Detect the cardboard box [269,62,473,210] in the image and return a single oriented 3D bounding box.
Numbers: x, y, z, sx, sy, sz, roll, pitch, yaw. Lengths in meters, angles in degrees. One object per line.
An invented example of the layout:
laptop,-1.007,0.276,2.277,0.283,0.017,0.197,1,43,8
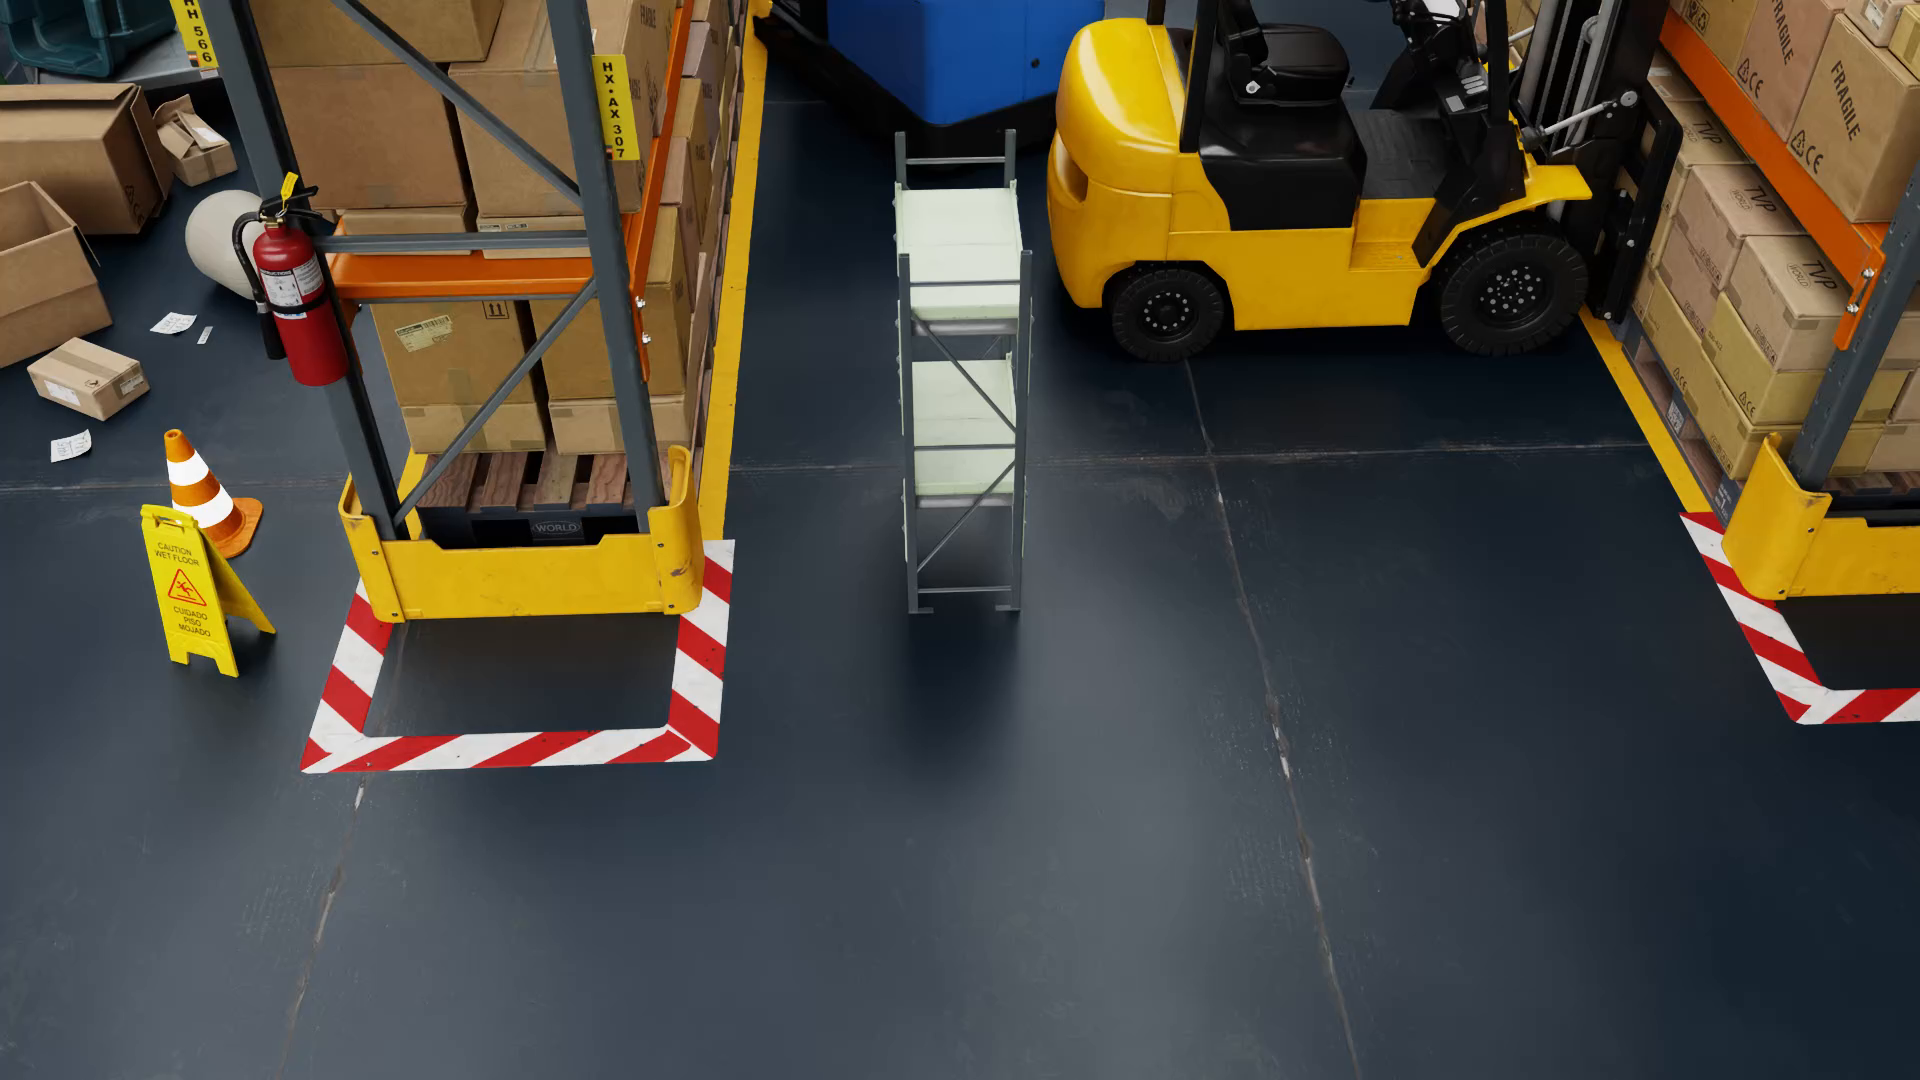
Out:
cardboard box,-1.821,-1.396,5.259,0.500,0.500,0.500,-2,43,-3

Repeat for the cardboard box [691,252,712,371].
cardboard box,-1.295,-0.930,6.769,0.500,0.250,0.500,0,43,0

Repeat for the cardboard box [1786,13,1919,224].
cardboard box,3.153,-1.398,5.481,0.500,0.500,0.500,-3,43,-3

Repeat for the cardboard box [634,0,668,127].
cardboard box,-1.291,-1.715,5.607,0.500,0.500,0.500,0,43,0

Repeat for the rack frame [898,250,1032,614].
rack frame,0.016,-0.301,5.469,0.400,1.500,0.023,-2,43,-2

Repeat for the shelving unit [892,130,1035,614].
shelving unit,0.000,-0.548,5.738,0.431,1.500,0.755,-2,43,-2

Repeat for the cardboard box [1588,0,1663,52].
cardboard box,3.018,-2.230,7.447,0.500,0.250,0.500,0,43,0

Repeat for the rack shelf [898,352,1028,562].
rack shelf,0.000,-0.308,5.959,0.431,0.370,0.720,-2,43,-2

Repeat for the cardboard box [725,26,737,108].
cardboard box,-1.399,-2.342,8.309,0.500,0.250,0.500,0,43,0

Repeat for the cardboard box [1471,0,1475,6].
cardboard box,3.233,-3.368,9.151,0.875,0.625,0.625,0,43,0

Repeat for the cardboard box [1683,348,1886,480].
cardboard box,3.100,-0.486,6.284,0.500,0.250,0.500,-1,43,-1

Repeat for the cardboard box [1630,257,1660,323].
cardboard box,3.077,-1.160,7.019,0.500,0.250,0.500,-1,43,-1

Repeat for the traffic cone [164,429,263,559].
traffic cone,-2.830,-0.209,6.136,0.336,0.463,0.334,-2,43,-2

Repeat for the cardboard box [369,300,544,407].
cardboard box,-1.818,-0.842,6.118,0.500,0.500,0.500,-1,43,-2

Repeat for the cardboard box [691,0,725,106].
cardboard box,-1.376,-2.274,7.681,0.500,0.500,0.500,-1,43,-1

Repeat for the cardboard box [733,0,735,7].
cardboard box,-1.718,-3.132,9.081,0.950,0.372,0.625,-1,43,-1

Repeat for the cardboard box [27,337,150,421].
cardboard box,-3.597,-0.667,6.867,0.380,0.149,0.250,19,46,20

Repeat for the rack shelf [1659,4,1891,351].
rack shelf,3.351,-2.121,6.877,1.077,0.370,4.000,-2,43,-2

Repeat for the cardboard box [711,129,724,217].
cardboard box,-1.350,-1.639,7.542,0.500,0.250,0.500,-1,43,-1

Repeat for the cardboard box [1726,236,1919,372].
cardboard box,3.105,-0.848,5.939,0.500,0.250,0.500,0,43,0

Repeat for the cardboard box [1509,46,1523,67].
cardboard box,2.993,-2.199,8.154,0.500,0.250,0.500,-3,43,-3

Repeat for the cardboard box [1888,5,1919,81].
cardboard box,3.141,-1.538,5.154,0.380,0.149,0.250,-1,43,-1

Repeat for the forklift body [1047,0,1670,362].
forklift body,1.533,-1.951,6.787,2.313,2.155,1.214,-2,43,-2

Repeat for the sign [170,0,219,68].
sign,-2.078,-1.432,4.502,0.100,0.325,0.005,-2,43,-2

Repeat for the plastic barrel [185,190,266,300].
plastic barrel,-3.123,-1.293,7.347,0.512,0.421,0.421,27,49,27

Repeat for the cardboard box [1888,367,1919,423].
cardboard box,3.624,-0.685,6.132,0.500,0.250,0.500,-1,43,-1

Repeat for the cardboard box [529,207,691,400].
cardboard box,-1.283,-0.878,6.157,0.500,0.500,0.500,-3,43,-3

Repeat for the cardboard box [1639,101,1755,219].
cardboard box,3.046,-1.533,6.687,0.500,0.250,0.500,-1,43,-1

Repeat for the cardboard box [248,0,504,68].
cardboard box,-1.763,-1.745,4.900,0.700,0.500,0.500,-3,43,-3

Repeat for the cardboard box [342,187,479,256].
cardboard box,-1.753,-1.045,5.356,0.380,0.149,0.250,0,43,0

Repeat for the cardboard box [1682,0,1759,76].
cardboard box,3.118,-2.094,6.241,0.500,0.500,0.500,-2,43,-3

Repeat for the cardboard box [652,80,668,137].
cardboard box,-1.251,-1.558,5.916,0.380,0.149,0.250,-1,43,-1

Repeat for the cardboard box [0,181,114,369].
cardboard box,-4.127,-1.084,7.060,0.797,0.503,0.637,-32,51,-30

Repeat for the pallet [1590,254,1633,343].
pallet,3.313,-1.345,7.561,1.003,0.211,1.213,-2,43,-2

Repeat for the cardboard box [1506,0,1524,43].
cardboard box,2.978,-2.727,8.359,0.500,0.250,0.500,-2,43,-2

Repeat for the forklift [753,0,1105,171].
forklift,-0.483,-3.856,8.288,1.130,2.935,3.031,-23,47,-23

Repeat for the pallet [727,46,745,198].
pallet,-1.629,-2.111,8.397,1.003,0.211,1.213,-2,43,-2

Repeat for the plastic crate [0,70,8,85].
plastic crate,-5.318,-2.286,8.563,0.450,0.188,0.662,12,43,27

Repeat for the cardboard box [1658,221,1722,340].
cardboard box,3.093,-1.020,6.497,0.500,0.250,0.500,-2,43,-2

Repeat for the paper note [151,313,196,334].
paper note,-3.438,-0.951,7.274,0.148,0.019,0.142,12,44,13

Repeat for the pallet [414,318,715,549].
pallet,-1.525,-0.464,6.600,1.003,0.211,1.213,-2,43,-2

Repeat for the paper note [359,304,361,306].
paper note,-2.738,-1.054,7.377,0.142,0.019,0.148,-16,45,-16

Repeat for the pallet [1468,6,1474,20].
pallet,3.196,-3.205,9.590,1.003,0.211,1.213,-2,43,-2

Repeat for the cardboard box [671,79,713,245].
cardboard box,-1.322,-1.569,6.911,0.500,0.500,0.500,-1,43,-1

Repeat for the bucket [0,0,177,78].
bucket,-4.325,-2.709,8.284,0.726,0.611,0.620,12,34,13

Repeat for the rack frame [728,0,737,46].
rack frame,-1.693,-3.592,7.949,1.000,3.000,0.127,-2,43,-2

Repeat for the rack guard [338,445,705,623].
rack guard,-1.526,-0.021,5.903,1.175,0.500,0.348,-2,43,-2

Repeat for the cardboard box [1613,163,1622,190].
cardboard box,3.032,-1.706,7.246,0.500,0.250,0.500,-2,43,-2

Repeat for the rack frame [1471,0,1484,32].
rack frame,3.266,-3.737,8.107,1.000,3.000,0.127,-2,43,-2
